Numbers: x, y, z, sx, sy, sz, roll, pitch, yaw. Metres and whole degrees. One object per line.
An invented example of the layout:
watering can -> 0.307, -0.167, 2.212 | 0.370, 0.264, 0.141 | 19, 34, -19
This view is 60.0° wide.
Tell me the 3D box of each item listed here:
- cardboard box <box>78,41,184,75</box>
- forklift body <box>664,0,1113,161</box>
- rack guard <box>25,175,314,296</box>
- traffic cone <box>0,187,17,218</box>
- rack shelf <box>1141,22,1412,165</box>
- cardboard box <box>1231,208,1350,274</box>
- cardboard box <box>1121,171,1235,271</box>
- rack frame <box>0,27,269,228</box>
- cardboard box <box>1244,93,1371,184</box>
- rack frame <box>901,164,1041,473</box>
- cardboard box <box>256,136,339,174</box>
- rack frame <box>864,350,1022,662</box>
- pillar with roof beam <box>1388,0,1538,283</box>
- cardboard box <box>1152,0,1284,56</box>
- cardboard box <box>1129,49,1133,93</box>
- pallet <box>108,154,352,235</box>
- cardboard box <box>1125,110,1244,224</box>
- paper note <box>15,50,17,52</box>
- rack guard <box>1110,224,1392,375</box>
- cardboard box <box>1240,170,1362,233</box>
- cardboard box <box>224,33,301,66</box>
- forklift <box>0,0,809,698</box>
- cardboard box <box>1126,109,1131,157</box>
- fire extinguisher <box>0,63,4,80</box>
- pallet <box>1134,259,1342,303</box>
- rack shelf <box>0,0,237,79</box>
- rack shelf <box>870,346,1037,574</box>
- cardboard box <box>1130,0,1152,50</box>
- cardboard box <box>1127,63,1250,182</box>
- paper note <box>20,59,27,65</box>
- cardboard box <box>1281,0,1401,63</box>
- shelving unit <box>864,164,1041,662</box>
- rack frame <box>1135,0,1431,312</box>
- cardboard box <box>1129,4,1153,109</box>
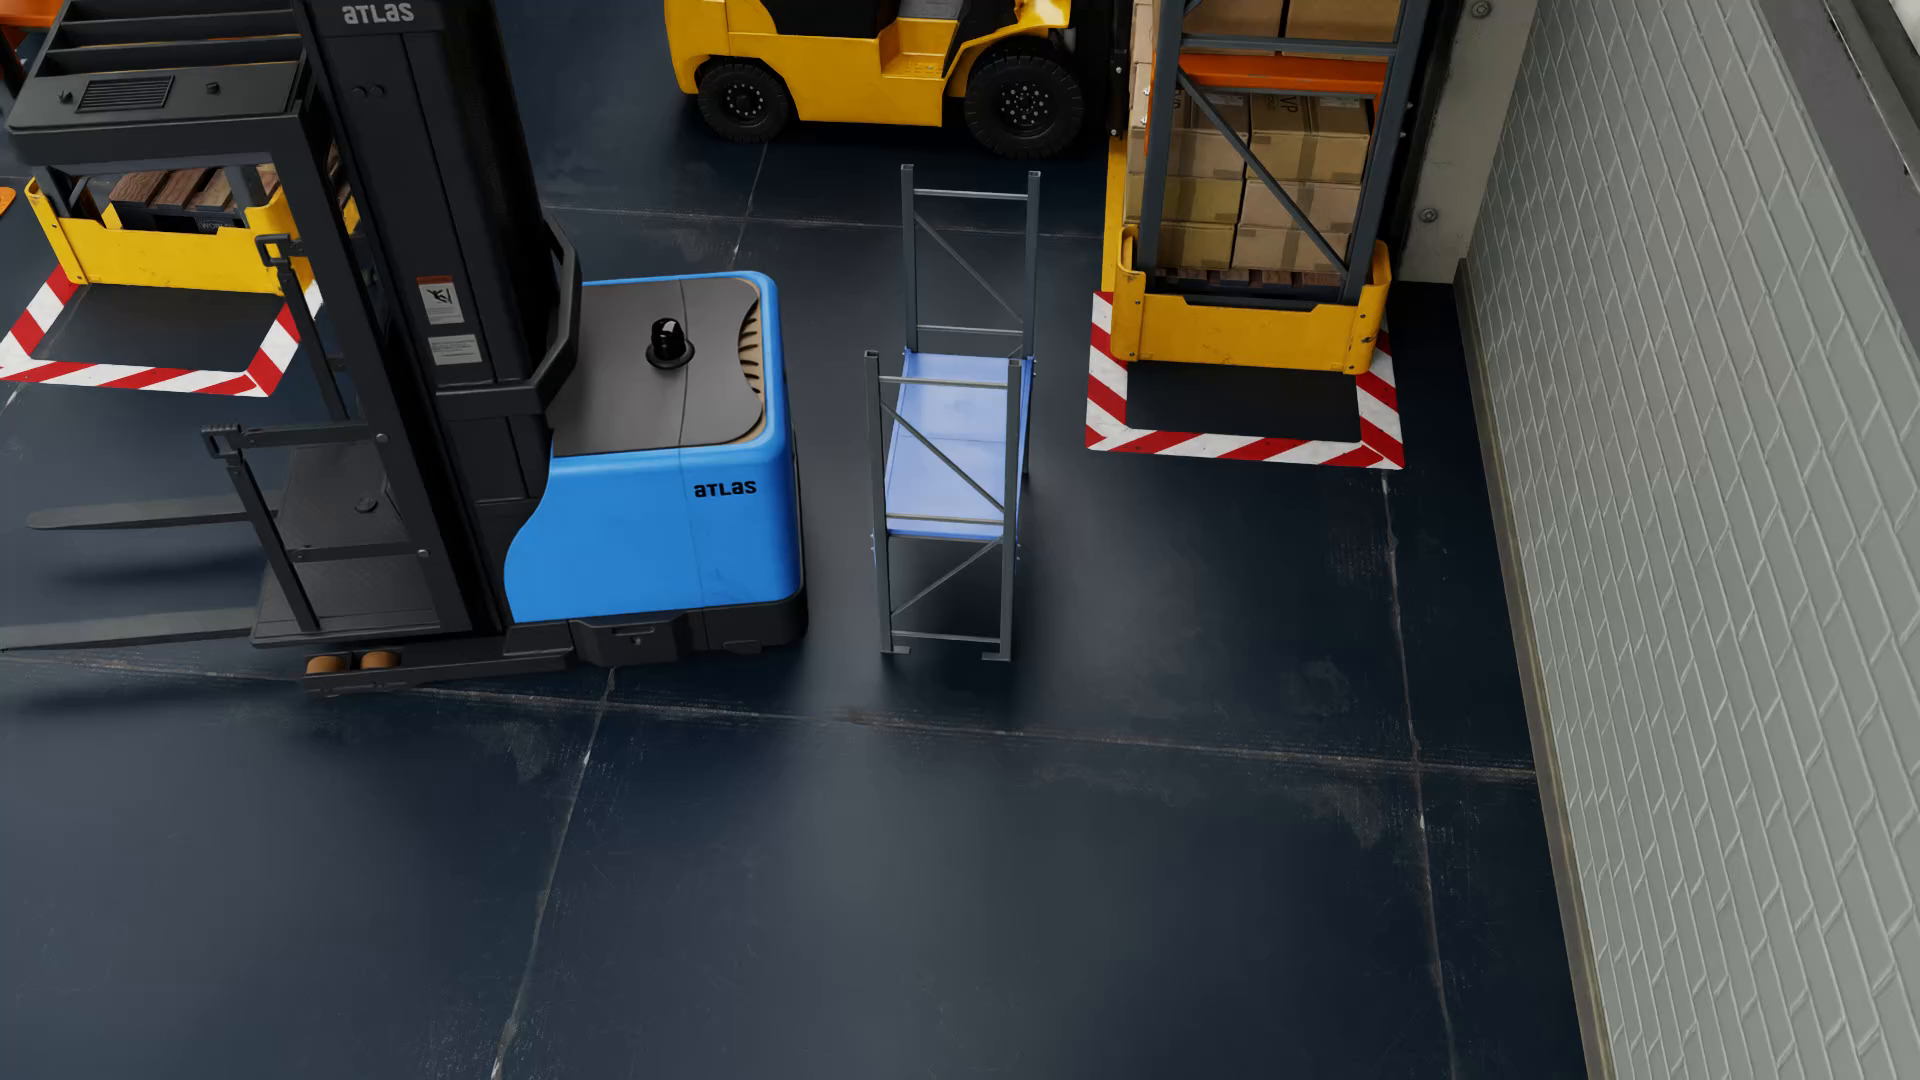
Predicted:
cardboard box -> -3.852, -2.337, 7.951 | 0.500, 0.500, 0.500 | 4, 48, 4
forklift body -> -0.366, -3.163, 8.211 | 2.313, 2.155, 1.214 | 4, 48, 4
rack guard -> -3.658, -1.476, 7.787 | 1.175, 0.500, 0.348 | 4, 48, 4
traffic cone -> -4.911, -1.811, 8.118 | 0.336, 0.463, 0.334 | 4, 48, 4
rack shelf -> 1.460, -3.160, 8.121 | 1.077, 0.370, 4.000 | 4, 48, 4
cardboard box -> 1.518, -1.495, 7.689 | 0.500, 0.250, 0.500 | 4, 48, 4
cardboard box -> 1.006, -1.513, 7.706 | 0.500, 0.250, 0.500 | 4, 48, 4
rack frame -> -3.665, -2.264, 6.814 | 1.000, 3.000, 0.127 | 4, 48, 4
cardboard box -> 1.510, -1.825, 7.313 | 0.500, 0.250, 0.500 | 3, 48, 3
rack frame -> 0.039, -0.817, 6.507 | 0.500, 1.500, 0.032 | 4, 48, 4
cardboard box -> -3.316, -2.052, 8.199 | 0.500, 0.250, 0.500 | 4, 48, 3
rack frame -> -0.054, -0.070, 5.824 | 0.500, 1.500, 0.032 | 4, 48, 4
pillar with roof beam -> -2.048, -4.698, 4.975 | 9.100, 9.000, 0.400 | 4, 48, 4
cardboard box -> 1.061, -2.346, 6.821 | 0.500, 0.500, 0.500 | 3, 48, 3
cardboard box -> 1.094, -2.443, 8.217 | 0.500, 0.250, 0.500 | 3, 48, 3
pallet -> -3.549, -1.973, 8.438 | 1.003, 0.211, 1.213 | 4, 48, 4
cardboard box -> 1.011, -1.694, 7.533 | 0.500, 0.250, 0.500 | 3, 48, 3
paper note -> -5.335, -2.701, 9.233 | 0.148, 0.019, 0.142 | 19, 50, 17
rack guard -> 1.276, -1.072, 7.417 | 1.175, 0.500, 0.348 | 4, 48, 4
cardboard box -> 1.528, -1.647, 7.490 | 0.500, 0.250, 0.500 | 5, 48, 4
cardboard box -> -3.315, -2.323, 7.938 | 0.500, 0.500, 0.500 | 2, 48, 2
forklift -> -2.134, -0.815, 5.535 | 3.031, 2.935, 1.130 | -5, 48, -4
cardboard box -> 1.061, -1.878, 8.040 | 0.500, 0.250, 0.500 | 4, 48, 4
fire extinguisher -> -4.135, -2.185, 6.794 | 0.296, 0.674, 0.183 | 4, 48, 4
pallet -> 1.306, -1.557, 8.057 | 1.003, 0.211, 1.213 | 4, 48, 4
rack shelf -> -3.483, -3.491, 8.424 | 1.077, 0.370, 4.000 | 4, 48, 4
rack shelf -> -0.008, -0.322, 6.298 | 0.538, 0.185, 1.000 | 4, 48, 4
cardboard box -> 1.086, -2.591, 8.014 | 0.500, 0.250, 0.500 | 4, 48, 4
cardboard box -> 1.009, -1.844, 7.331 | 0.500, 0.250, 0.500 | 5, 48, 5
paper note -> -5.183, -2.617, 9.163 | 0.032, 0.001, 0.123 | 4, 48, 4
cardboard box -> 1.600, -2.312, 6.790 | 0.500, 0.500, 0.500 | 5, 48, 5
shelving unit -> -0.008, -0.443, 6.165 | 0.538, 1.500, 1.048 | 4, 48, 4
rack frame -> 1.278, -1.933, 6.511 | 1.000, 3.000, 0.127 | 4, 48, 4
cardboard box -> 1.050, -2.219, 7.674 | 0.500, 0.250, 0.500 | 5, 48, 4
